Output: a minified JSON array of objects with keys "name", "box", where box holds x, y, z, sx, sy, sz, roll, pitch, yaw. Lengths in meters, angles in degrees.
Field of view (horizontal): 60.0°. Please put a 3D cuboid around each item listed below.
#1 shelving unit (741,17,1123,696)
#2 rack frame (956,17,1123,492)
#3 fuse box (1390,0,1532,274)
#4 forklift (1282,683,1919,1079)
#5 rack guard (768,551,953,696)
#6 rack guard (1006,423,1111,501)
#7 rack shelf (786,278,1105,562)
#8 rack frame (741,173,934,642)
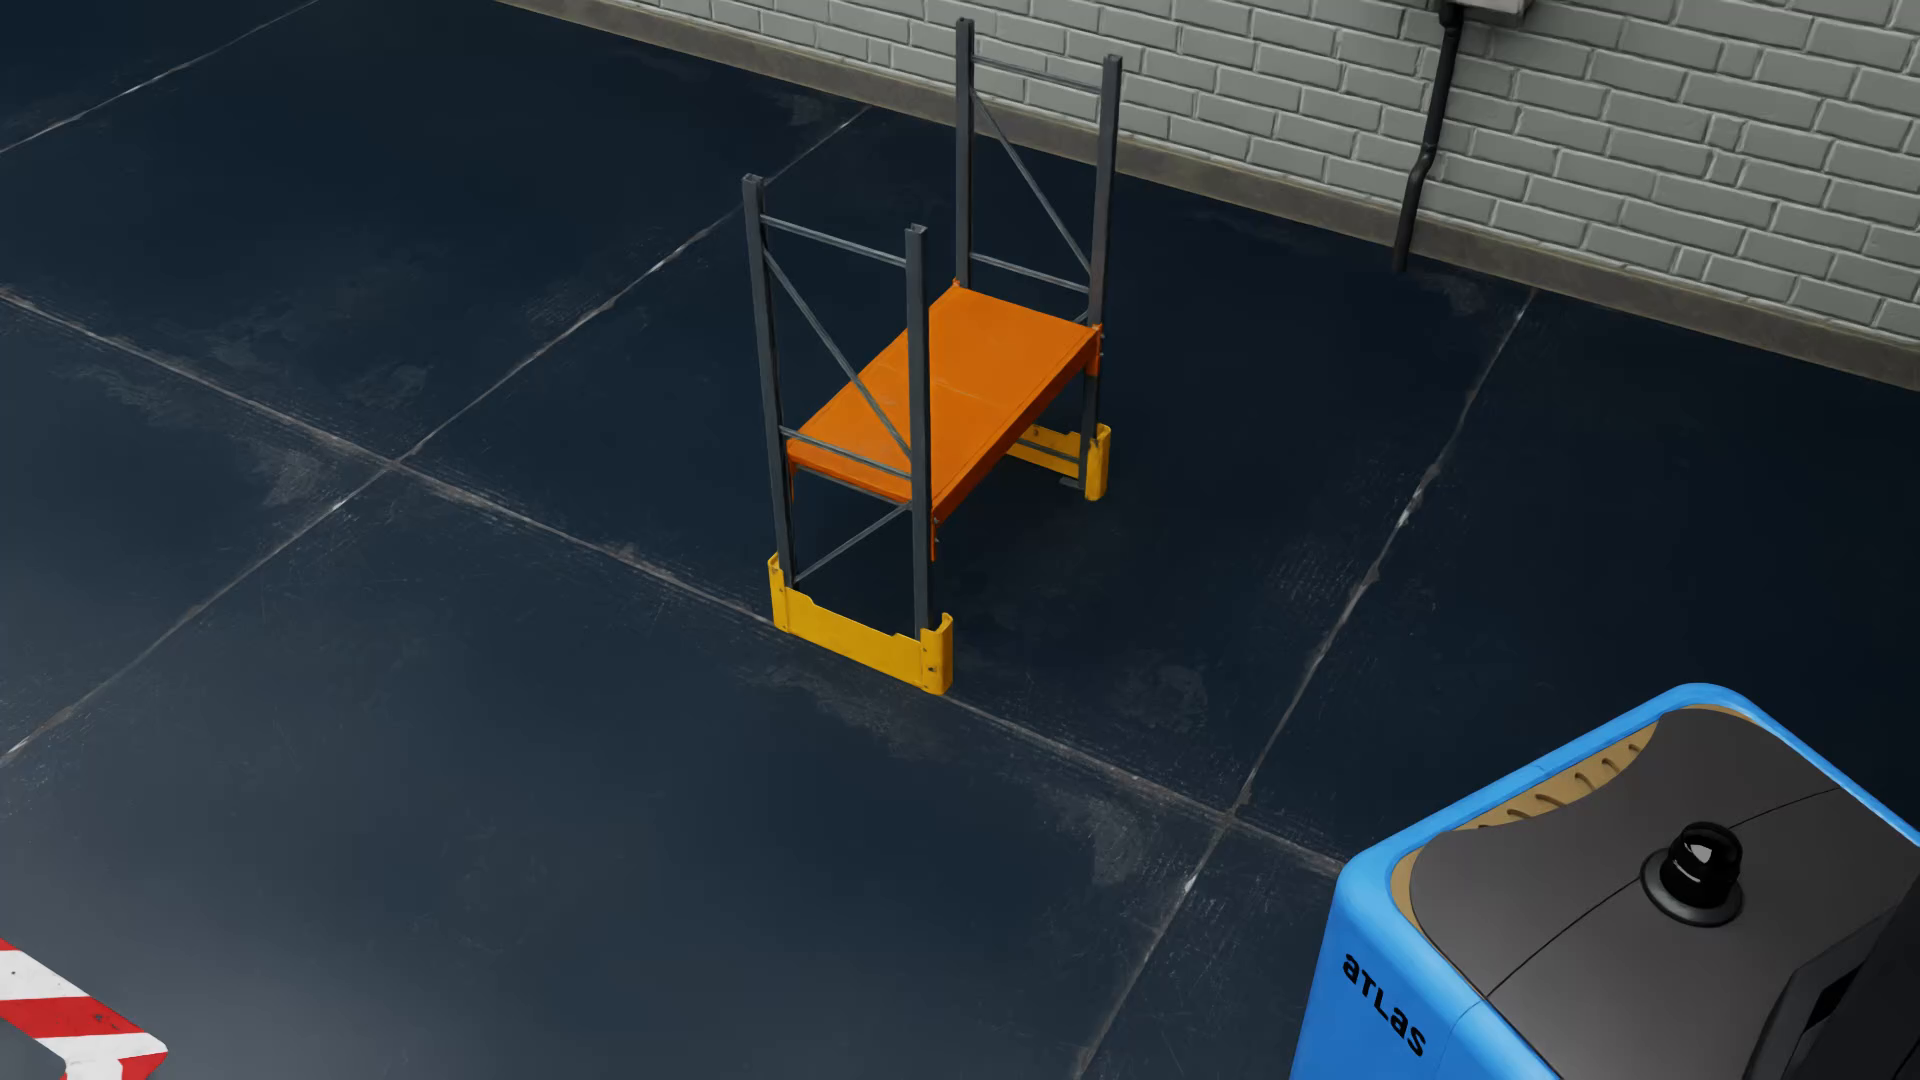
[{"name":"shelving unit","box":[-0.038,-0.519,4.705,0.587,1.500,1.083,21,45,22]},{"name":"rack frame","box":[0.212,-0.805,5.029,0.500,1.500,0.032,21,45,22]},{"name":"fuse box","box":[1.701,-1.661,5.841,0.539,1.711,0.414,21,45,22]},{"name":"forklift","box":[1.837,0.969,1.931,1.130,2.935,3.031,-21,46,-22]},{"name":"rack guard","box":[-0.287,0.235,4.794,0.587,0.250,0.087,21,45,22]},{"name":"rack guard","box":[0.211,-0.335,5.441,0.587,0.250,0.087,21,45,22]},{"name":"rack shelf","box":[-0.043,-0.379,4.818,0.538,0.185,1.000,21,45,22]},{"name":"rack frame","box":[-0.297,-0.223,4.369,0.500,1.500,0.032,21,45,22]}]
